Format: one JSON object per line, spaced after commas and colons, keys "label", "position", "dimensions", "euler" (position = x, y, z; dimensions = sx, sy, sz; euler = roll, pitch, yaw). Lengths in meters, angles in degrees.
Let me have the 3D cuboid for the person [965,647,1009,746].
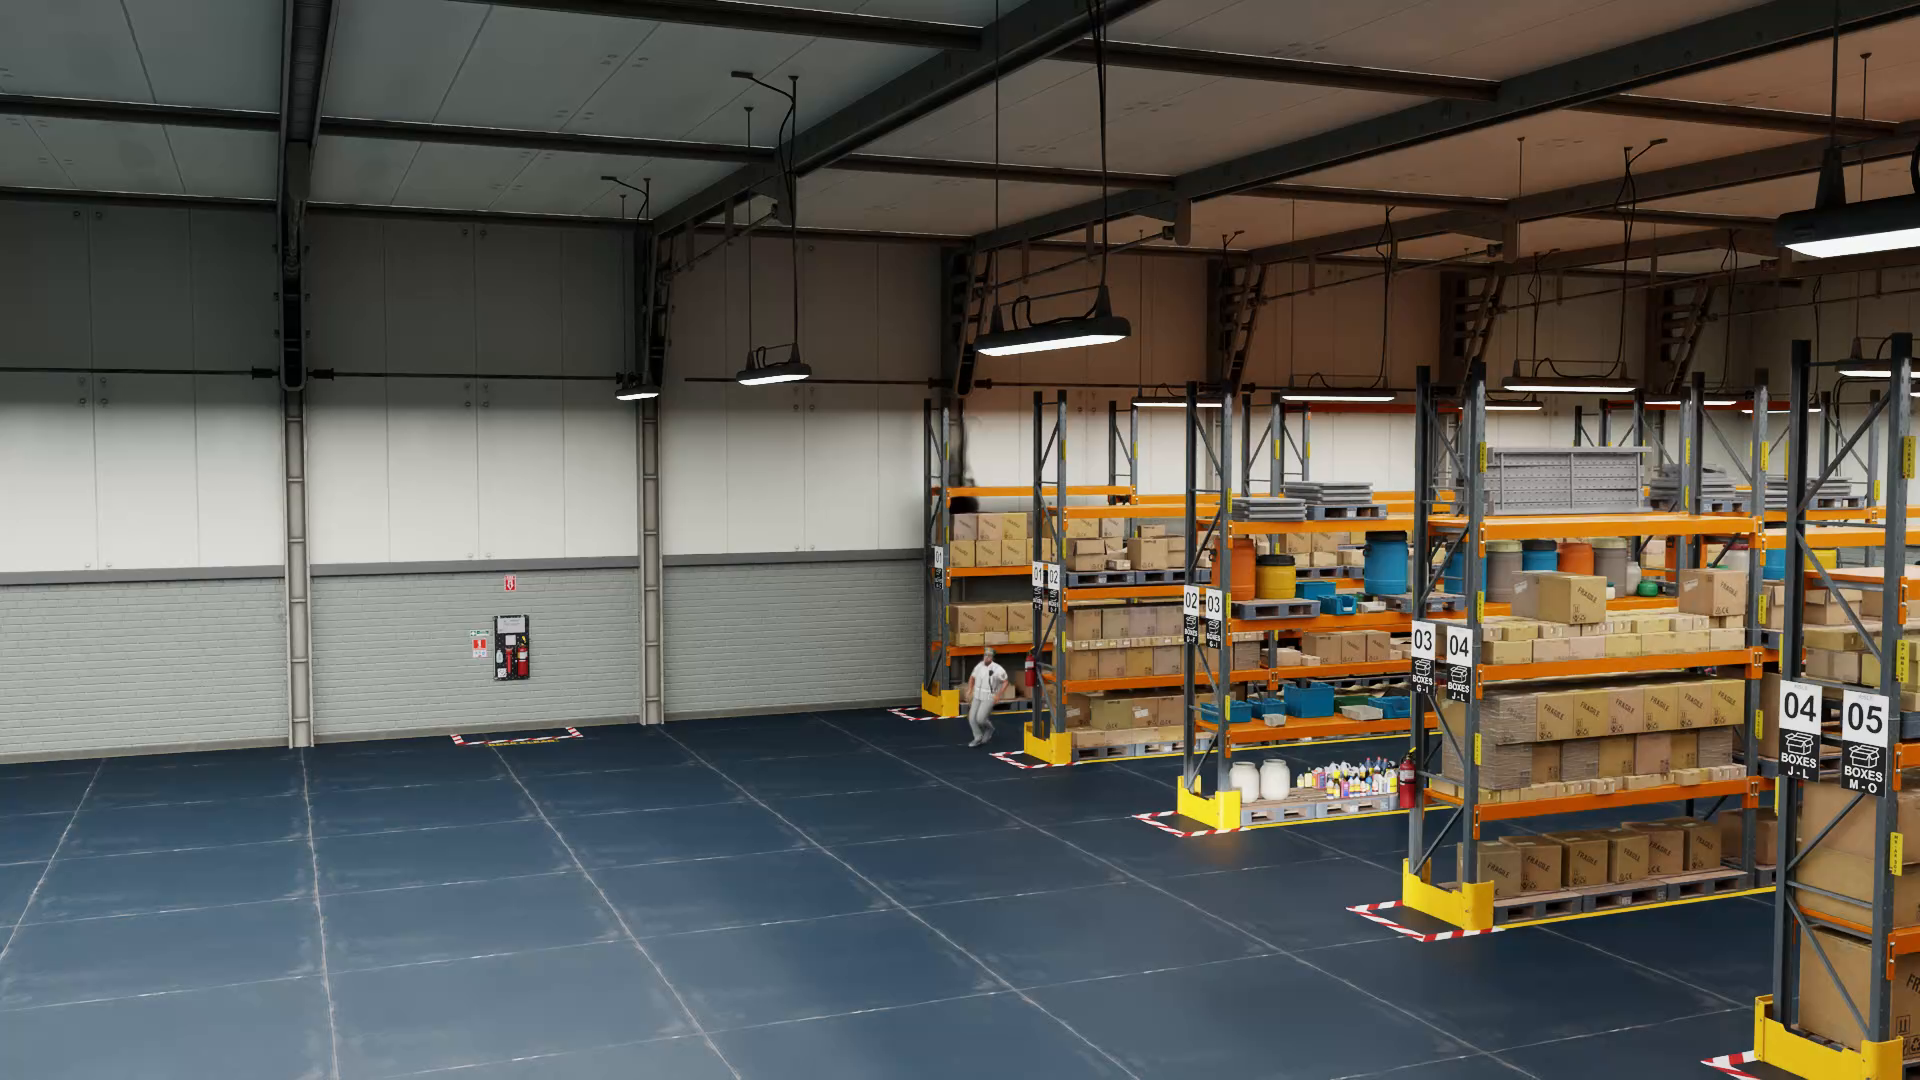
{"label": "person", "position": [0.414, 2.659, 28.144], "dimensions": [0.683, 1.723, 0.535], "euler": [2, 4, 36]}
